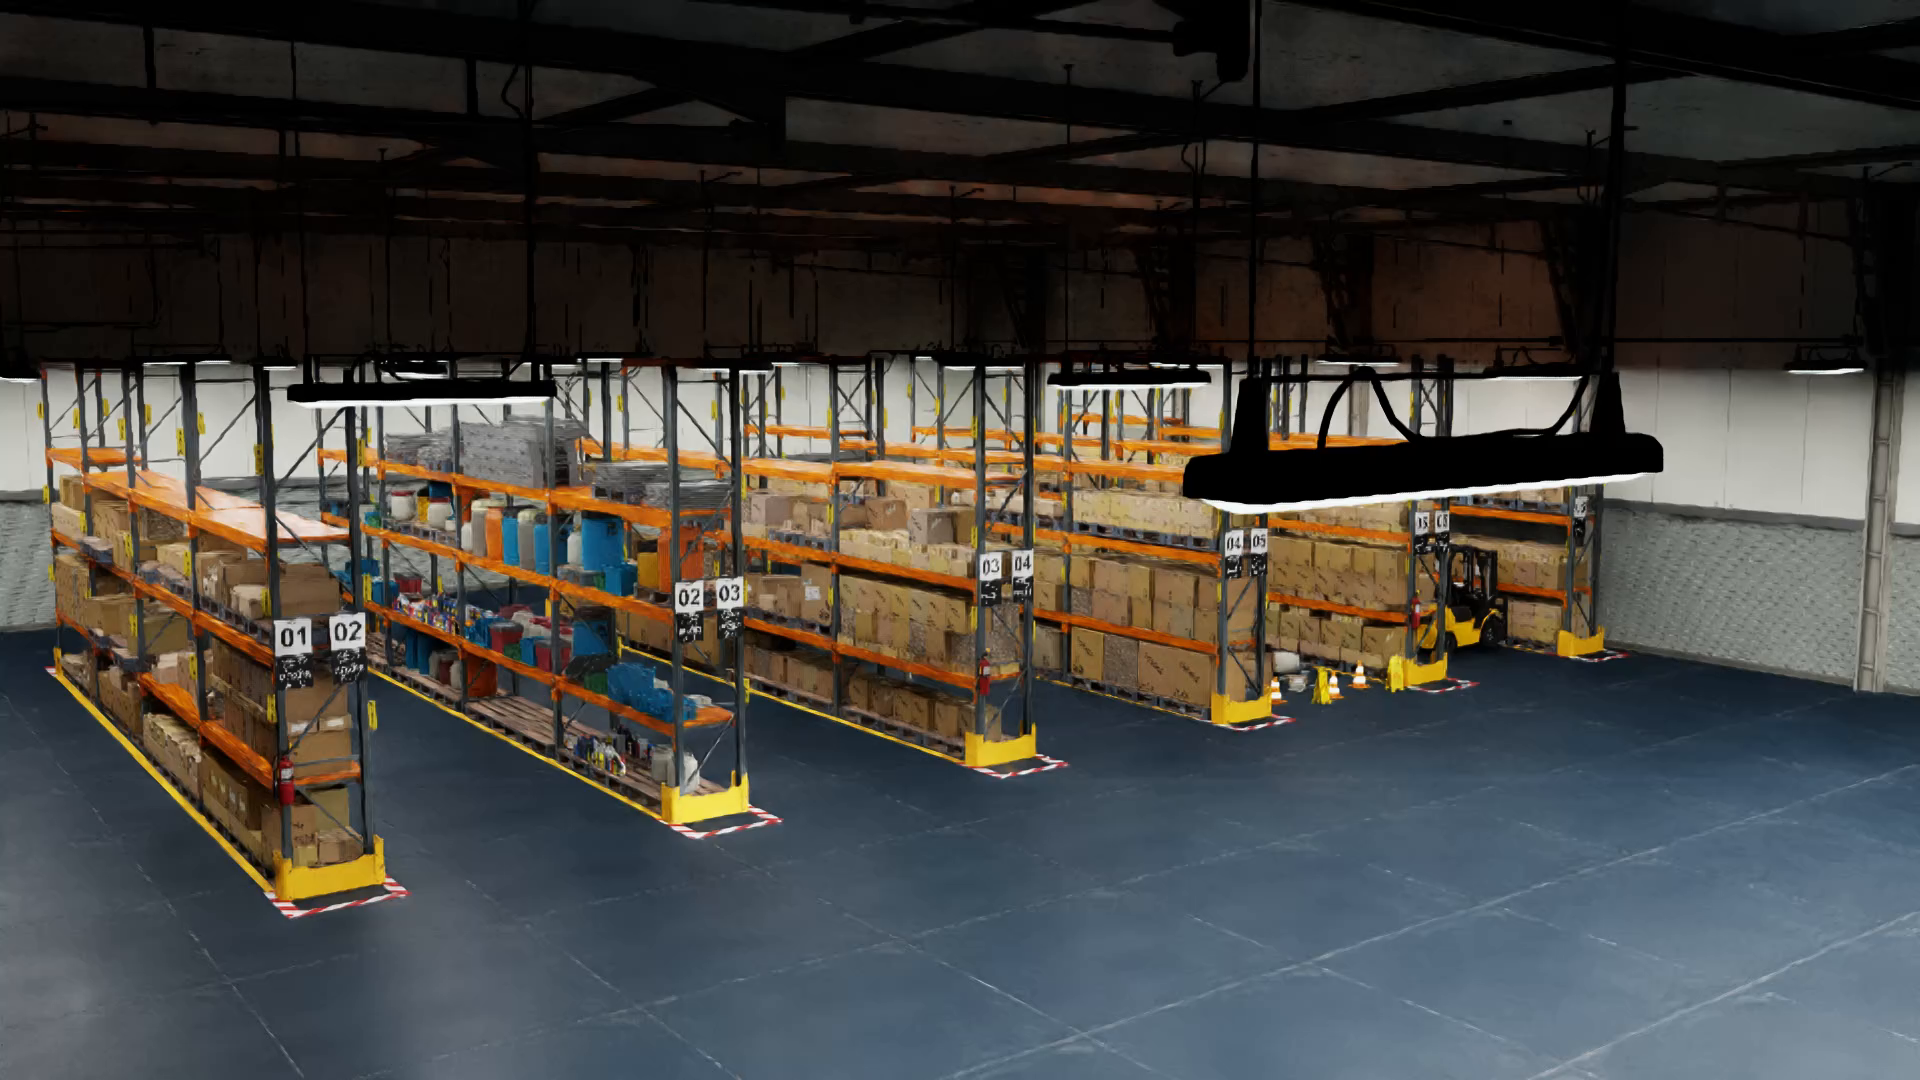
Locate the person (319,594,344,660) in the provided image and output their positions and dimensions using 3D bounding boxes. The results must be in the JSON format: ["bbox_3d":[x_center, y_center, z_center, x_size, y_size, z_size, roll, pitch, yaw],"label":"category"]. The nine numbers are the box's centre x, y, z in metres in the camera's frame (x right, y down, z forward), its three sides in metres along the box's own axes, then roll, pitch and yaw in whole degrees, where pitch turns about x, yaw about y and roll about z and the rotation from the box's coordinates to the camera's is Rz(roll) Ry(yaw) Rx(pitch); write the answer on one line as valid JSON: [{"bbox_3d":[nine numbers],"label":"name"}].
[{"bbox_3d":[-12.373,1.502,32.784,0.593,1.783,0.682,-2,7,-19],"label":"person"}]

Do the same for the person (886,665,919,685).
[{"bbox_3d":[-1.178,1.875,30.408,0.457,1.586,1.075,-5,8,-34],"label":"person"}]
